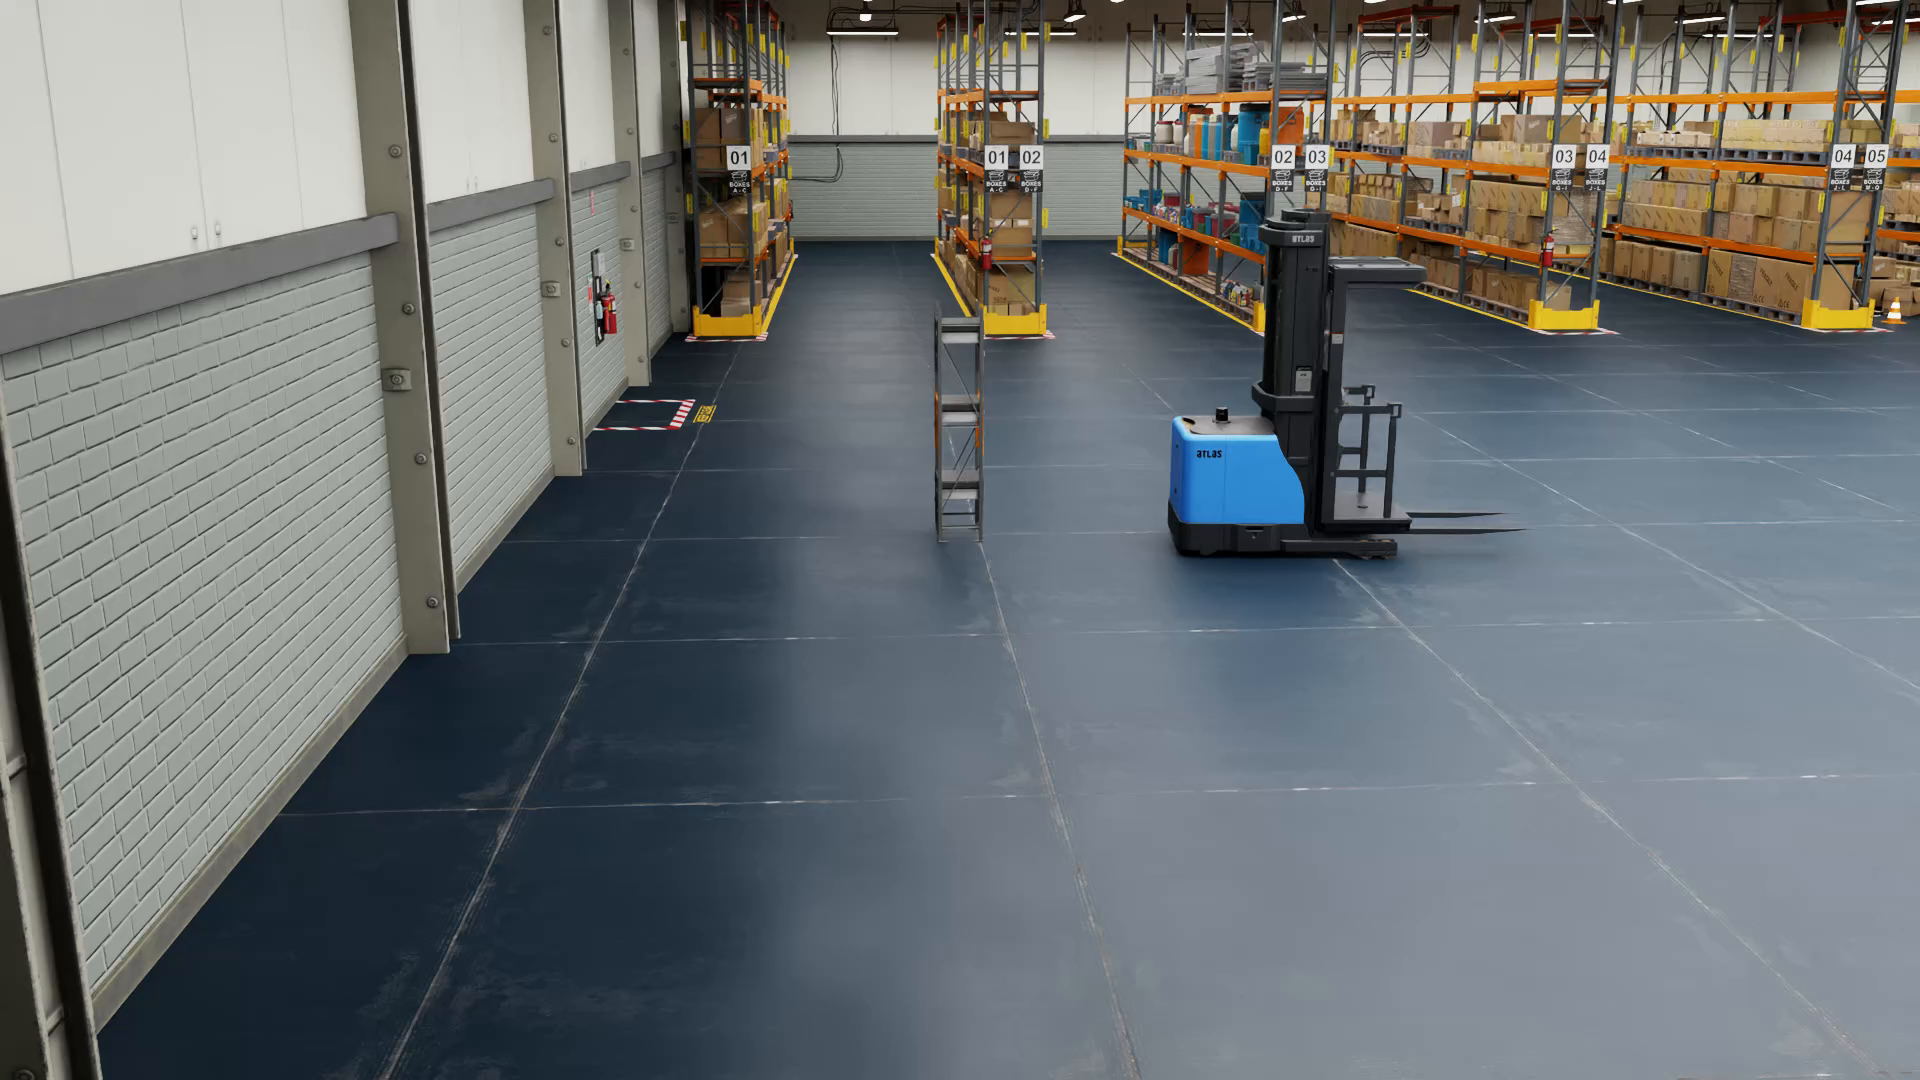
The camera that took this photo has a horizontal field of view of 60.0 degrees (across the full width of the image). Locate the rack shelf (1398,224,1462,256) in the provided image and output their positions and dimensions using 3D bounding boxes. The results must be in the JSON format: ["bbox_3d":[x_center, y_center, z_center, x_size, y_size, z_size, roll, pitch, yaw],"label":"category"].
[{"bbox_3d":[10.426,-6.379,35.243,1.077,0.370,4.000,-1,14,-3],"label":"rack shelf"}]

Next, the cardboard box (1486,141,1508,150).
[{"bbox_3d":[10.343,-7.584,31.965,0.380,0.149,0.250,-1,14,-3],"label":"cardboard box"}]

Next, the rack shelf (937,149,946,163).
[{"bbox_3d":[0.043,-9.669,42.011,1.077,0.370,4.000,-1,14,-3],"label":"rack shelf"}]

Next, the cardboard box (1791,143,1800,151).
[{"bbox_3d":[15.349,-7.136,30.184,0.380,0.149,0.250,-1,14,-3],"label":"cardboard box"}]

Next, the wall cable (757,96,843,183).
[{"bbox_3d":[-5.019,-11.799,49.056,3.097,2.526,0.112,-1,14,-3],"label":"wall cable"}]

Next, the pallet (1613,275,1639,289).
[{"bbox_3d":[15.233,-5.729,36.867,1.003,0.211,1.213,-1,14,-3],"label":"pallet"}]

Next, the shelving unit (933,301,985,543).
[{"bbox_3d":[-0.010,-1.058,14.925,0.431,2.100,0.503,-1,14,-3],"label":"shelving unit"}]

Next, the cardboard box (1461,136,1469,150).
[{"bbox_3d":[10.392,-8.053,33.713,0.396,0.266,0.258,0,14,-1],"label":"cardboard box"}]

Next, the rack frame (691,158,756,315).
[{"bbox_3d":[-4.034,-5.006,28.462,1.000,3.000,0.127,-1,14,-3],"label":"rack frame"}]

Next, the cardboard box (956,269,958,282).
[{"bbox_3d":[0.186,-5.685,35.776,0.500,0.250,0.500,-1,14,-5],"label":"cardboard box"}]

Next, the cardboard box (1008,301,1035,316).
[{"bbox_3d":[1.099,-4.092,29.585,0.500,0.250,0.500,-1,14,-3],"label":"cardboard box"}]

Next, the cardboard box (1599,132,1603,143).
[{"bbox_3d":[14.926,-9.040,37.919,0.500,0.500,0.500,-1,14,-3],"label":"cardboard box"}]

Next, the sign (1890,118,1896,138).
[{"bbox_3d":[16.309,-7.208,29.089,0.100,0.325,0.005,-1,14,-3],"label":"sign"}]

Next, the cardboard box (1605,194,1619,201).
[{"bbox_3d":[14.771,-7.761,37.638,0.380,0.149,0.250,-1,15,-6],"label":"cardboard box"}]

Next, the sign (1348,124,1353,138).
[{"bbox_3d":[9.501,-9.952,40.470,0.100,0.325,0.005,-1,14,-3],"label":"sign"}]

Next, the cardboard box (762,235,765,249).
[{"bbox_3d":[-3.848,-5.451,30.452,0.500,0.250,0.500,-1,14,-3],"label":"cardboard box"}]

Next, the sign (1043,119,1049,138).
[{"bbox_3d":[1.465,-7.005,28.298,0.100,0.325,0.005,-1,14,-3],"label":"sign"}]

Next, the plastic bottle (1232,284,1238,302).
[{"bbox_3d":[5.281,-4.724,31.800,0.144,0.351,0.185,-1,14,-4],"label":"plastic bottle"}]

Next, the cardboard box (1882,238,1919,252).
[{"bbox_3d":[24.673,-7.813,43.546,0.700,0.500,0.500,-1,14,-6],"label":"cardboard box"}]

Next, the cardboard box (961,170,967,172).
[{"bbox_3d":[0.290,-9.234,42.689,0.500,0.500,0.500,0,14,-2],"label":"cardboard box"}]

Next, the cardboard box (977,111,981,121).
[{"bbox_3d":[0.605,-8.320,33.276,0.500,0.500,0.500,1,14,2],"label":"cardboard box"}]

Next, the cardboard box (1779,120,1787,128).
[{"bbox_3d":[15.317,-7.650,30.581,0.380,0.149,0.250,-1,14,-4],"label":"cardboard box"}]

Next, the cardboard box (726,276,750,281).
[{"bbox_3d":[-4.177,-4.746,31.584,0.500,0.500,0.500,-2,15,-8],"label":"cardboard box"}]

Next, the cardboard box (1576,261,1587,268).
[{"bbox_3d":[14.880,-6.689,39.178,0.500,0.500,0.500,-2,15,-6],"label":"cardboard box"}]

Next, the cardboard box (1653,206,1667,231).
[{"bbox_3d":[15.111,-6.833,35.363,0.500,0.500,0.500,-1,14,-4],"label":"cardboard box"}]

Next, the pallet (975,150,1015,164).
[{"bbox_3d":[0.814,-6.973,30.267,1.003,0.211,1.213,-1,14,-3],"label":"pallet"}]

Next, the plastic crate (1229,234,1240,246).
[{"bbox_3d":[5.409,-5.709,31.620,0.450,0.188,0.662,-1,14,-3],"label":"plastic crate"}]

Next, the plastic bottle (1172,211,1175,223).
[{"bbox_3d":[4.881,-7.363,37.883,0.097,0.271,0.097,0,14,0],"label":"plastic bottle"}]

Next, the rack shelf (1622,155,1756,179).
[{"bbox_3d":[15.383,-7.883,35.069,1.077,0.370,4.000,-1,14,-3],"label":"rack shelf"}]

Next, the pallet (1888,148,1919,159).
[{"bbox_3d":[20.442,-8.158,35.070,1.213,0.211,1.003,-1,14,-3],"label":"pallet"}]

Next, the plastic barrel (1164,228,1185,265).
[{"bbox_3d":[5.172,-7.019,39.654,0.600,0.901,0.708,-1,14,-3],"label":"plastic barrel"}]

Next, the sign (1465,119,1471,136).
[{"bbox_3d":[9.996,-8.114,32.696,0.100,0.325,0.005,-1,14,-3],"label":"sign"}]

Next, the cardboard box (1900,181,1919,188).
[{"bbox_3d":[20.576,-7.685,35.934,0.380,0.149,0.250,-2,15,-6],"label":"cardboard box"}]

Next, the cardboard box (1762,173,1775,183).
[{"bbox_3d":[19.745,-8.665,40.478,0.500,0.500,0.500,-1,14,-4],"label":"cardboard box"}]

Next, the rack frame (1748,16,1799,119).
[{"bbox_3d":[19.945,-11.278,40.800,1.000,3.000,0.127,-1,14,-3],"label":"rack frame"}]

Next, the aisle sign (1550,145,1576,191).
[{"bbox_3d":[10.502,-6.474,28.952,0.394,0.787,0.004,-1,14,-3],"label":"aisle sign"}]

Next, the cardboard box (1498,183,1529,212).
[{"bbox_3d":[10.429,-6.418,31.147,0.500,0.500,0.500,-1,14,-3],"label":"cardboard box"}]

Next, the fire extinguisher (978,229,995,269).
[{"bbox_3d":[0.454,-5.009,28.630,0.296,0.674,0.183,-1,14,-3],"label":"fire extinguisher"}]

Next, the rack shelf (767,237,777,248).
[{"bbox_3d":[-4.405,-6.150,34.351,1.077,0.370,4.000,-1,14,-3],"label":"rack shelf"}]

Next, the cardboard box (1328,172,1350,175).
[{"bbox_3d":[10.099,-9.532,44.252,0.500,0.500,0.500,-1,14,-3],"label":"cardboard box"}]

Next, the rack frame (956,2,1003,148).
[{"bbox_3d":[0.415,-9.978,35.748,1.000,3.000,0.127,-1,14,-3],"label":"rack frame"}]

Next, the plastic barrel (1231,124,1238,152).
[{"bbox_3d":[5.437,-7.754,32.055,0.421,0.512,0.421,0,14,0],"label":"plastic barrel"}]

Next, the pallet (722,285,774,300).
[{"bbox_3d":[-4.410,-5.148,34.611,1.003,0.211,1.213,-1,14,-3],"label":"pallet"}]

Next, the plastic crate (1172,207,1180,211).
[{"bbox_3d":[5.225,-8.162,41.140,0.396,0.136,0.243,-1,14,-3],"label":"plastic crate"}]

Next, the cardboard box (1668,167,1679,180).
[{"bbox_3d":[19.443,-9.776,44.796,0.500,0.500,0.500,-1,14,-5],"label":"cardboard box"}]

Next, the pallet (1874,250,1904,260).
[{"bbox_3d":[24.779,-7.575,44.042,1.003,0.211,1.213,-1,14,-3],"label":"pallet"}]

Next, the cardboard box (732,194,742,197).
[{"bbox_3d":[-4.816,-7.670,36.472,0.500,0.250,0.500,0,14,-2],"label":"cardboard box"}]

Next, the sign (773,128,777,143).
[{"bbox_3d":[-3.987,-8.706,35.787,0.100,0.325,0.005,-1,14,-3],"label":"sign"}]

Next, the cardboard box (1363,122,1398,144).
[{"bbox_3d":[10.100,-9.780,39.954,0.700,0.500,0.500,-1,14,-2],"label":"cardboard box"}]

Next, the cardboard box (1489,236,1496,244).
[{"bbox_3d":[10.365,-5.740,31.819,0.380,0.149,0.250,-1,14,-3],"label":"cardboard box"}]

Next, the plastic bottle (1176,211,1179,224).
[{"bbox_3d":[4.894,-7.243,37.392,0.061,0.283,0.133,-1,14,-3],"label":"plastic bottle"}]

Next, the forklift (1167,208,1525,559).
[{"bbox_3d":[3.419,-1.386,14.531,3.031,2.935,1.130,0,14,1],"label":"forklift"}]

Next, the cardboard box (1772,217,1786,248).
[{"bbox_3d":[15.721,-5.729,30.970,0.875,0.550,0.550,-1,14,-3],"label":"cardboard box"}]

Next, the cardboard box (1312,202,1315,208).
[{"bbox_3d":[9.533,-8.872,43.992,0.380,0.149,0.250,-1,14,-5],"label":"cardboard box"}]
